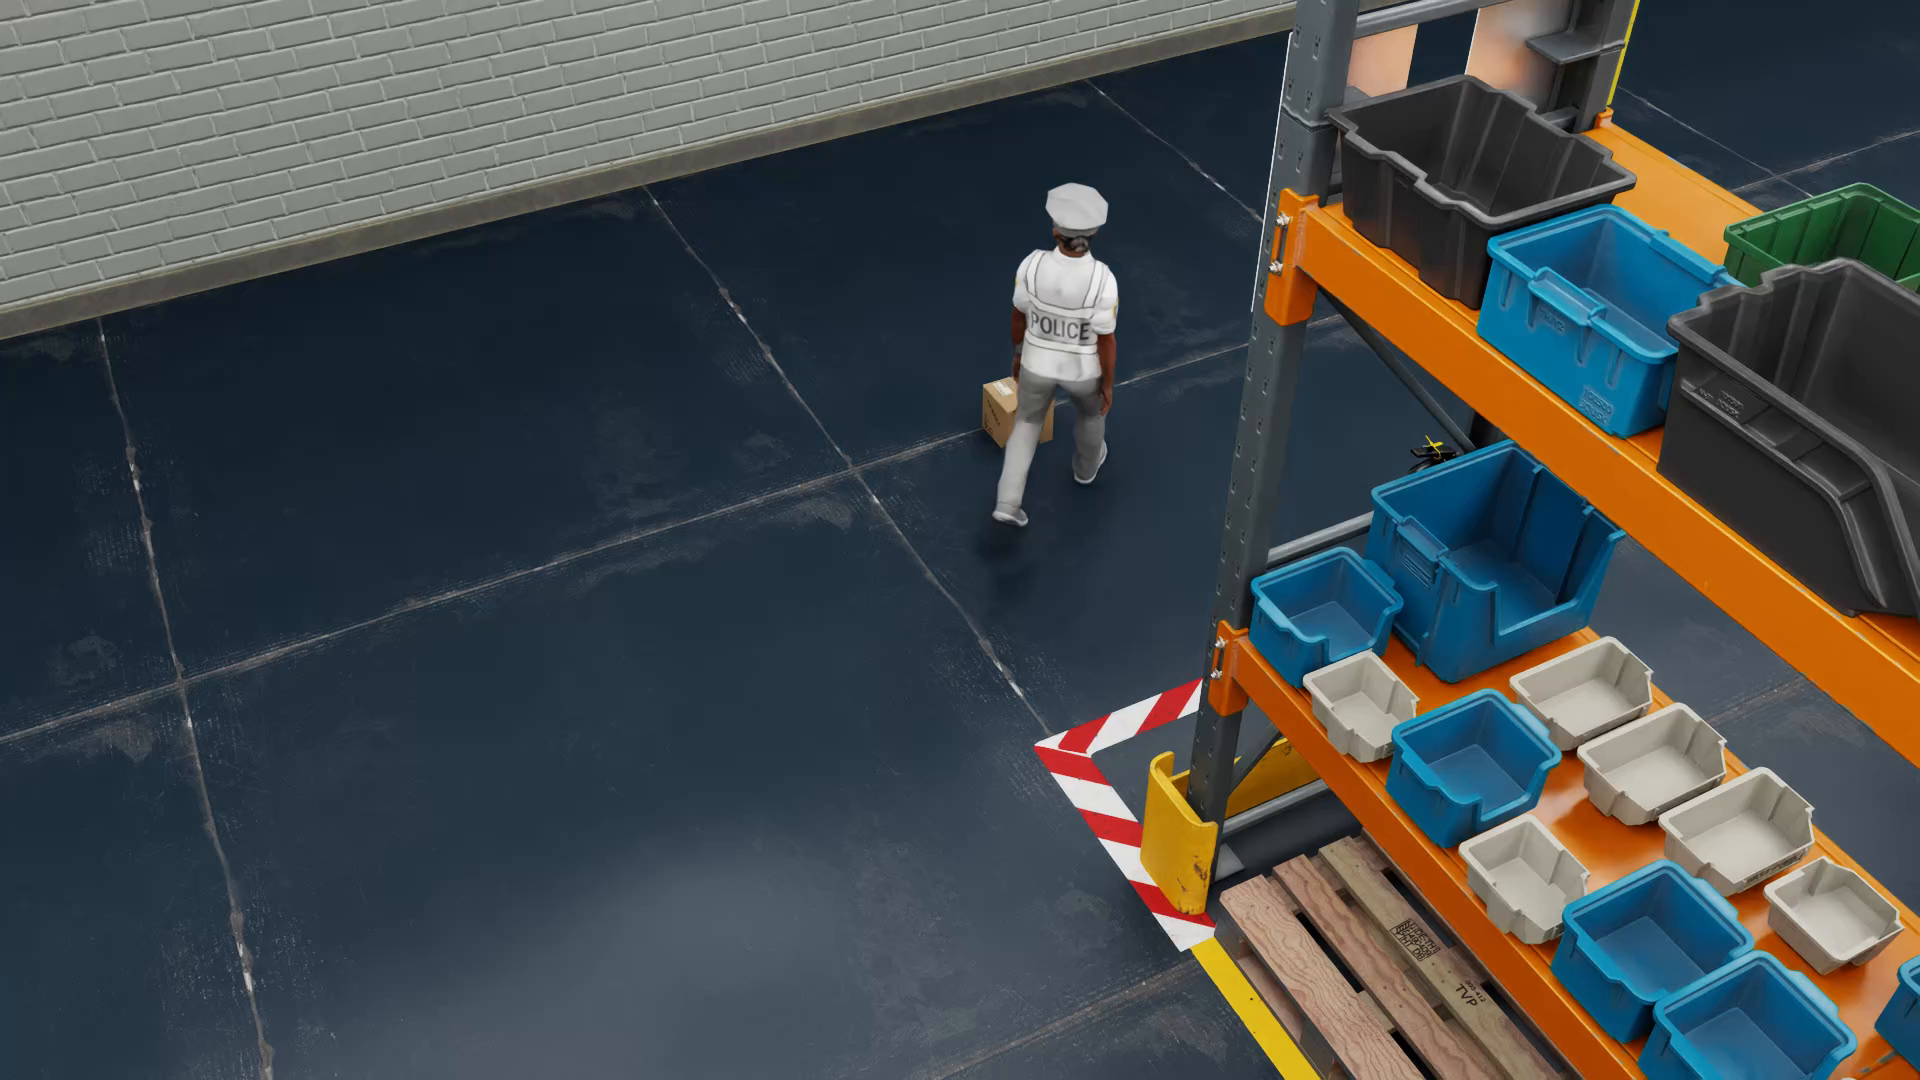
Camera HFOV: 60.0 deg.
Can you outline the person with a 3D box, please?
[{"bbox_3d":[0.446,-0.778,7.048,0.464,1.627,0.894,11,43,12],"label":"person"}]
